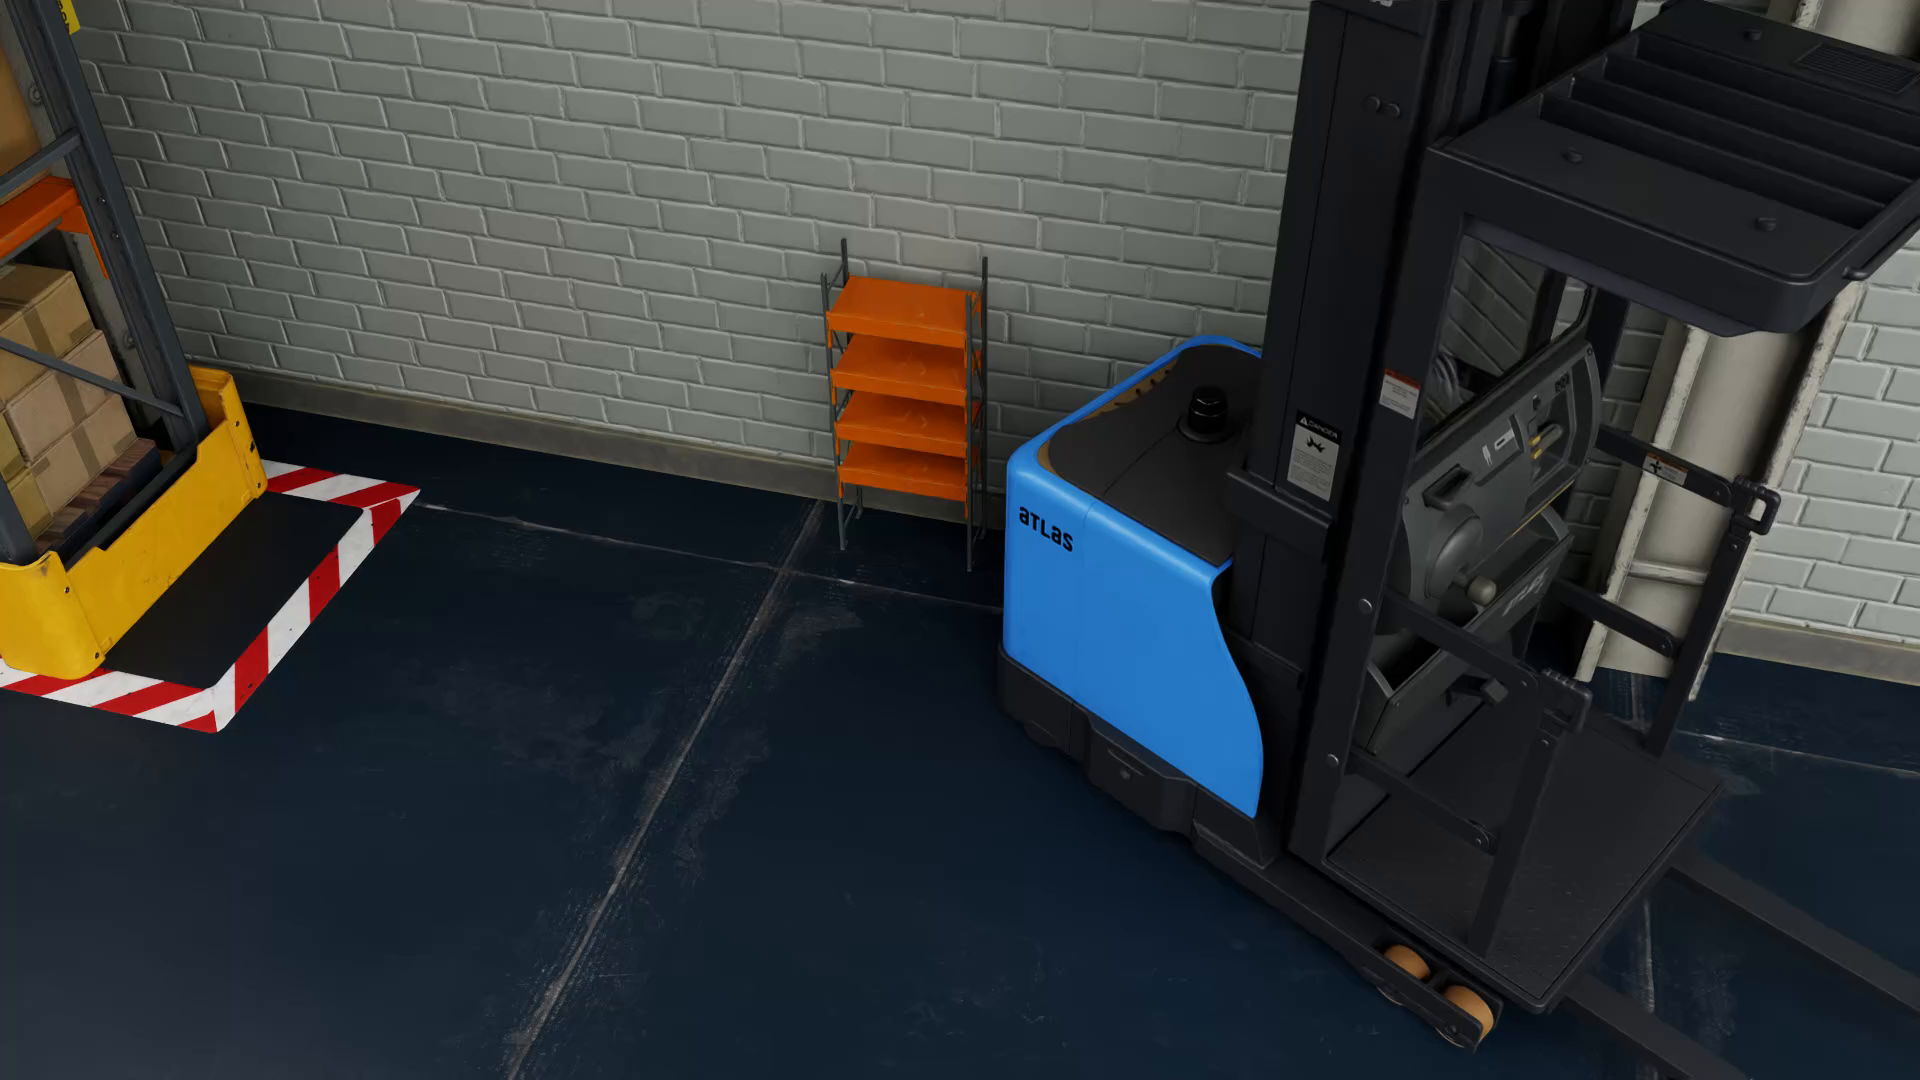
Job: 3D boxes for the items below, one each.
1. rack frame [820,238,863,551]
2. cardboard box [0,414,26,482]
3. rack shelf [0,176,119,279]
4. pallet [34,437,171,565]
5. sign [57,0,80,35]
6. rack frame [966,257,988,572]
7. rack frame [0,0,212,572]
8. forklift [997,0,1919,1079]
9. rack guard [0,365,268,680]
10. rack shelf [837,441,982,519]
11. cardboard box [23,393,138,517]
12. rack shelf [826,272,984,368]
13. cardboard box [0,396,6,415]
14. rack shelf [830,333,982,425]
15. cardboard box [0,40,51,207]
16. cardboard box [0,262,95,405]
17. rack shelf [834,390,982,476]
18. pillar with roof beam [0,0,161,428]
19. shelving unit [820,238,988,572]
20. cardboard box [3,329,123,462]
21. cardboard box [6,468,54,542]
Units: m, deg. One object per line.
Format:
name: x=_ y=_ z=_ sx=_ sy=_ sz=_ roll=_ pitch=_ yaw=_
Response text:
rack frame: x=-0.413 y=-0.487 z=5.891 sx=0.015 sy=1.200 sz=0.240 roll=9 pitch=43 yaw=11
cardboard box: x=-3.583 y=-0.242 z=5.629 sx=0.500 sy=0.250 sz=0.500 roll=9 pitch=41 yaw=11
rack shelf: x=-4.964 y=-1.113 z=5.803 sx=4.000 sy=0.370 sz=1.077 roll=10 pitch=41 yaw=11
pallet: x=-3.781 y=-0.090 z=6.193 sx=1.213 sy=0.211 sz=1.003 roll=10 pitch=41 yaw=11
sign: x=-2.882 y=-1.762 z=5.281 sx=0.005 sy=0.325 sz=0.100 roll=10 pitch=41 yaw=11
rack frame: x=0.060 y=-0.409 z=5.797 sx=0.015 sy=1.200 sz=0.240 roll=9 pitch=43 yaw=11
rack frame: x=-3.032 y=-1.056 z=5.175 sx=0.127 sy=3.000 sz=1.000 roll=10 pitch=41 yaw=11
forklift: x=1.527 y=-0.109 z=4.100 sx=3.031 sy=2.935 sz=1.130 roll=32 pitch=50 yaw=32
rack guard: x=-3.008 y=-0.095 z=5.975 sx=0.348 sy=0.500 sz=1.175 roll=10 pitch=41 yaw=11
rack shelf: x=-0.175 y=-0.249 z=6.021 sx=0.480 sy=0.148 sz=0.258 roll=9 pitch=43 yaw=11
cardboard box: x=-3.455 y=-0.367 z=6.167 sx=0.500 sy=0.250 sz=0.500 roll=10 pitch=41 yaw=12
rack shelf: x=-0.180 y=-0.741 z=5.583 sx=0.480 sy=0.148 sz=0.258 roll=9 pitch=43 yaw=11
cardboard box: x=-3.557 y=-0.430 z=5.464 sx=0.500 sy=0.250 sz=0.500 roll=11 pitch=41 yaw=13
rack shelf: x=-0.178 y=-0.565 z=5.740 sx=0.480 sy=0.148 sz=0.258 roll=9 pitch=43 yaw=11
cardboard box: x=-3.438 y=-1.350 z=5.447 sx=0.500 sy=0.500 sz=0.500 roll=11 pitch=41 yaw=13
cardboard box: x=-3.447 y=-0.745 z=5.838 sx=0.500 sy=0.250 sz=0.500 roll=9 pitch=41 yaw=11
rack shelf: x=-0.176 y=-0.398 z=5.889 sx=0.480 sy=0.148 sz=0.258 roll=9 pitch=43 yaw=11
pillar with roof beam: x=-4.584 y=-1.355 z=0.866 sx=0.400 sy=9.000 sz=9.100 roll=10 pitch=41 yaw=11
shelving unit: x=-0.177 y=-0.448 z=5.844 sx=0.503 sy=1.200 sz=0.258 roll=9 pitch=43 yaw=11
cardboard box: x=-3.432 y=-0.563 z=6.011 sx=0.500 sy=0.250 sz=0.500 roll=10 pitch=41 yaw=12
cardboard box: x=-3.567 y=-0.046 z=5.784 sx=0.500 sy=0.250 sz=0.500 roll=10 pitch=41 yaw=12
